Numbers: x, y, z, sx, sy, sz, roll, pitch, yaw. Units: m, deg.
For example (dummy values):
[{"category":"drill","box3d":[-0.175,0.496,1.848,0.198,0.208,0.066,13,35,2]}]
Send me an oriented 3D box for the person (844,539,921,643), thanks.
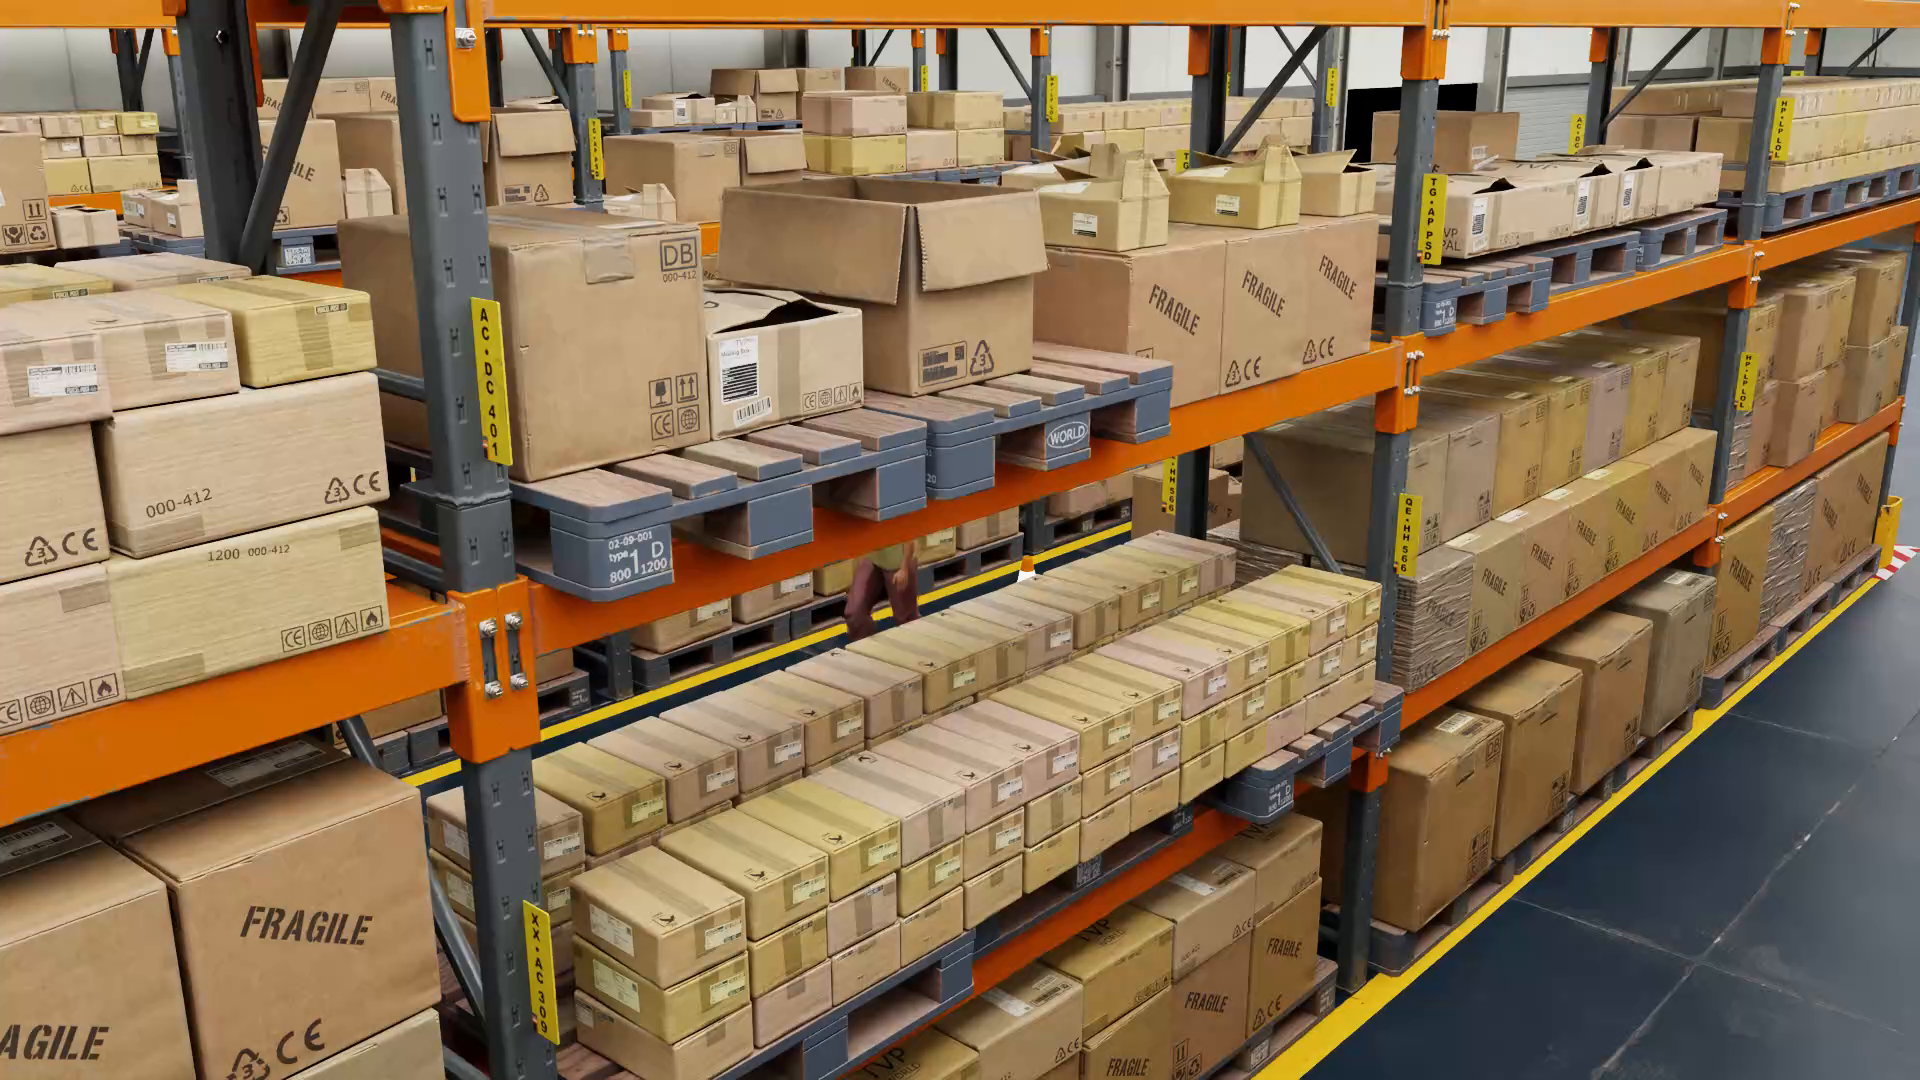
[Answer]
[{"category":"person","box3d":[-0.404,0.154,10.081,0.576,1.693,0.471,-16,23,-42]}]
